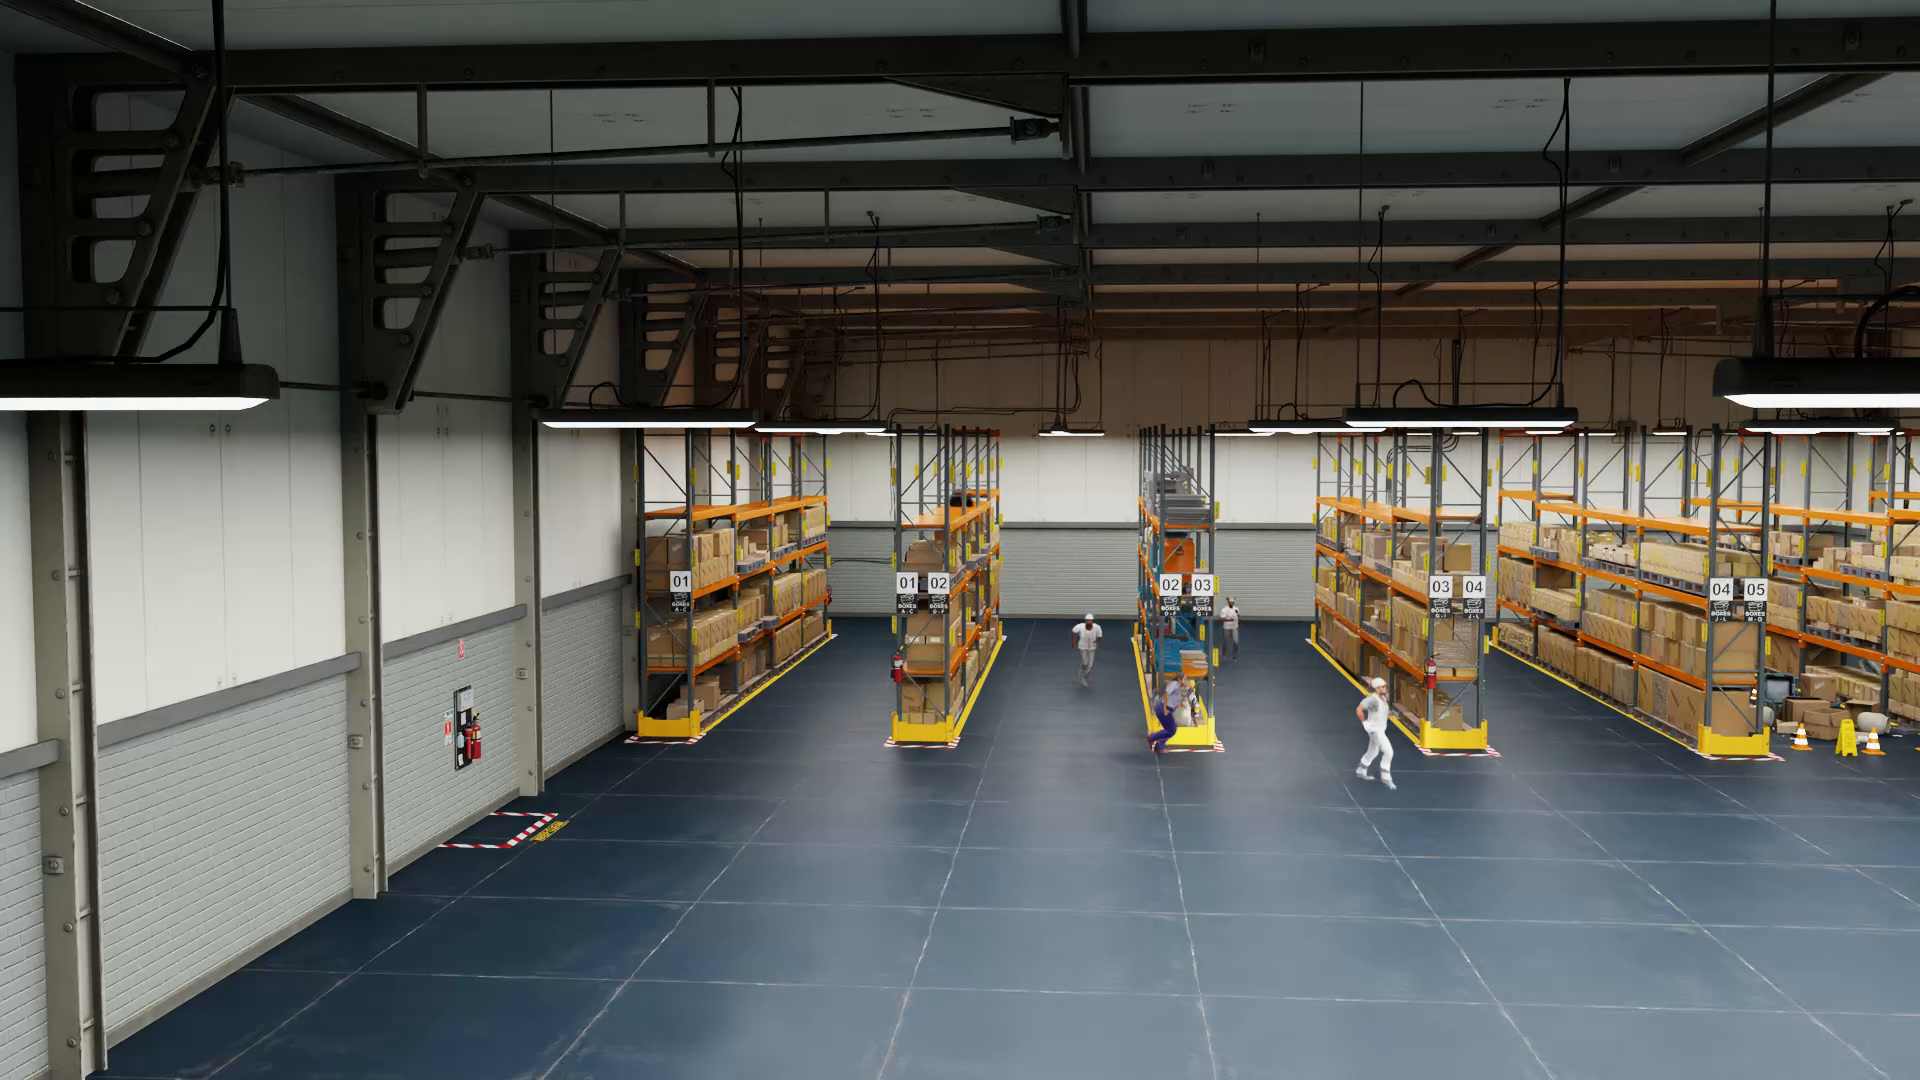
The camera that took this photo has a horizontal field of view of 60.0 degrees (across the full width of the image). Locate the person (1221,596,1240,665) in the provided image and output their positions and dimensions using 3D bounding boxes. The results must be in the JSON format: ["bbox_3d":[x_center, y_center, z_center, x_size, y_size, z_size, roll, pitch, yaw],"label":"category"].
[{"bbox_3d":[6.896,2.301,42.397,0.562,1.745,0.847,-1,4,-9],"label":"person"}]

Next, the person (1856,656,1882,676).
[{"bbox_3d":[21.284,2.493,38.923,0.706,1.734,0.871,0,3,-2],"label":"person"}]

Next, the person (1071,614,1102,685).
[{"bbox_3d":[2.956,2.543,38.488,0.668,1.687,0.713,-1,4,-12],"label":"person"}]

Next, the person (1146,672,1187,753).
[{"bbox_3d":[3.750,3.144,30.178,0.732,1.513,0.605,0,3,4],"label":"person"}]

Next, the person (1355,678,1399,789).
[{"bbox_3d":[6.822,3.176,27.334,0.727,1.840,0.754,2,4,30],"label":"person"}]
